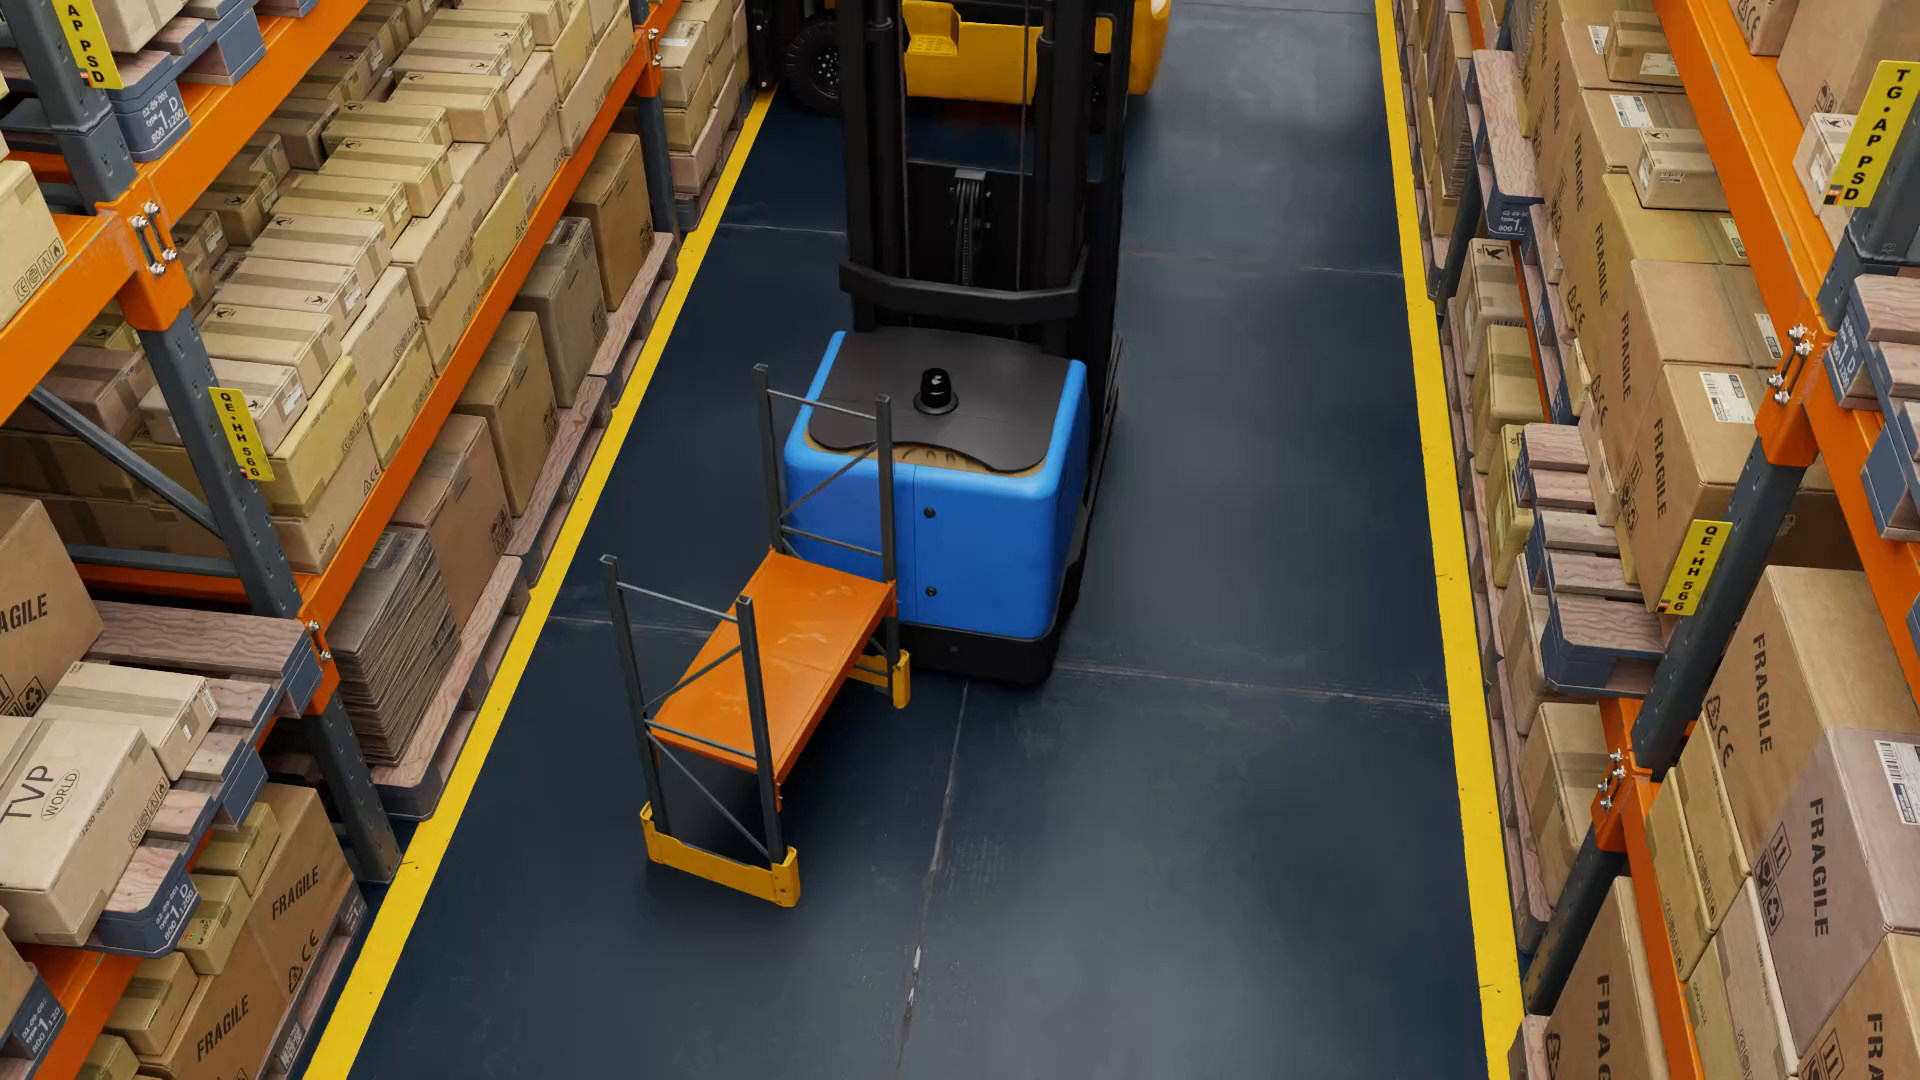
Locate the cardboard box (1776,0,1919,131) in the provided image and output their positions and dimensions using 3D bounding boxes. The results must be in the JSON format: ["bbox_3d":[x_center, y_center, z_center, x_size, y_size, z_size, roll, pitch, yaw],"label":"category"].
[{"bbox_3d":[2.533,-1.263,4.147,0.700,0.500,0.500,5,44,6],"label":"cardboard box"}]

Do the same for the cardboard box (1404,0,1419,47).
[{"bbox_3d":[3.000,-3.226,10.170,0.500,0.250,0.500,7,44,7],"label":"cardboard box"}]

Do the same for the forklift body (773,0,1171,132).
[{"bbox_3d":[0.092,-3.626,9.516,2.313,2.155,1.214,5,44,6],"label":"forklift body"}]

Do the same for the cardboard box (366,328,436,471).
[{"bbox_3d":[-2.151,-0.509,5.715,0.500,0.250,0.500,4,44,5],"label":"cardboard box"}]

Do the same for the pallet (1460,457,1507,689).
[{"bbox_3d":[2.666,0.159,6.928,1.003,0.211,1.213,5,44,6],"label":"pallet"}]

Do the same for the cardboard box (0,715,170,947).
[{"bbox_3d":[-2.342,0.710,4.122,0.500,0.250,0.500,3,44,4],"label":"cardboard box"}]

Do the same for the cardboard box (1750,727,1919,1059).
[{"bbox_3d":[2.034,0.761,3.464,0.500,0.500,0.500,5,44,6],"label":"cardboard box"}]

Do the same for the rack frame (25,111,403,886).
[{"bbox_3d":[-2.523,0.059,5.006,1.000,3.000,0.127,5,44,6],"label":"rack frame"}]

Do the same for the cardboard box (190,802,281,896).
[{"bbox_3d":[-2.337,0.939,5.118,0.380,0.149,0.250,3,44,3],"label":"cardboard box"}]

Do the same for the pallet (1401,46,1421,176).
[{"bbox_3d":[3.139,-2.500,9.737,1.003,0.211,1.213,5,44,6],"label":"pallet"}]

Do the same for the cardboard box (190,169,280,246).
[{"bbox_3d":[-2.587,-1.157,5.745,0.380,0.149,0.250,5,44,5],"label":"cardboard box"}]

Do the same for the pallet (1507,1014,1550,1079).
[{"bbox_3d":[2.219,2.051,4.930,1.003,0.211,1.213,5,44,6],"label":"pallet"}]

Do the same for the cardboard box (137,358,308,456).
[{"bbox_3d":[-2.189,-0.403,4.949,0.380,0.149,0.250,6,44,7],"label":"cardboard box"}]

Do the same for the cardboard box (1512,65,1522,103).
[{"bbox_3d":[2.540,-1.931,6.985,0.380,0.149,0.250,6,44,6],"label":"cardboard box"}]

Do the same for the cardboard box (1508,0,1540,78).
[{"bbox_3d":[2.580,-2.221,6.820,0.500,0.500,0.500,6,44,7],"label":"cardboard box"}]

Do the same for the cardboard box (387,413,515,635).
[{"bbox_3d":[-2.348,-0.101,6.596,0.875,0.625,0.625,7,44,7],"label":"cardboard box"}]

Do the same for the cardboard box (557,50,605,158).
[{"bbox_3d":[-1.862,-1.902,7.186,0.500,0.250,0.500,5,44,5],"label":"cardboard box"}]

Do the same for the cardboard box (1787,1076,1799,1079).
[{"bbox_3d":[1.938,1.394,3.341,0.500,0.250,0.500,5,44,5],"label":"cardboard box"}]

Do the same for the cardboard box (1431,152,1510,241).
[{"bbox_3d":[2.738,-1.799,8.663,0.500,0.250,0.500,7,44,7],"label":"cardboard box"}]

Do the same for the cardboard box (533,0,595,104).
[{"bbox_3d":[-1.867,-2.085,7.015,0.500,0.250,0.500,4,44,4],"label":"cardboard box"}]

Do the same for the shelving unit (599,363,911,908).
[{"bbox_3d":[-0.662,0.341,5.799,0.587,1.500,1.083,15,46,16],"label":"shelving unit"}]

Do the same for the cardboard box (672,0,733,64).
[{"bbox_3d":[-1.542,-2.833,9.027,0.500,0.250,0.500,5,44,6],"label":"cardboard box"}]

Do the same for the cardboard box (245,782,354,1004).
[{"bbox_3d":[-2.366,1.122,5.396,0.500,0.500,0.500,6,44,7],"label":"cardboard box"}]

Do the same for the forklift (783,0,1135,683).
[{"bbox_3d":[0.134,-1.528,6.732,1.130,2.935,3.031,8,44,8],"label":"forklift"}]

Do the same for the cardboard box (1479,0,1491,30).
[{"bbox_3d":[2.693,-2.544,7.938,0.380,0.149,0.250,6,44,6],"label":"cardboard box"}]

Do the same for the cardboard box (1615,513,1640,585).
[{"bbox_3d":[2.171,0.013,4.932,0.380,0.149,0.250,6,44,6],"label":"cardboard box"}]

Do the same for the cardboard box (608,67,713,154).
[{"bbox_3d":[-1.624,-2.304,8.832,0.500,0.250,0.500,5,44,5],"label":"cardboard box"}]

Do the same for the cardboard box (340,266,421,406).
[{"bbox_3d":[-2.155,-0.689,5.542,0.500,0.250,0.500,7,44,7],"label":"cardboard box"}]

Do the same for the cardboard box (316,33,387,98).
[{"bbox_3d":[-2.474,-1.854,6.482,0.380,0.149,0.250,5,44,5],"label":"cardboard box"}]

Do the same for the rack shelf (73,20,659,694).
[{"bbox_3d":[-2.259,-1.042,6.692,1.077,0.370,4.000,5,44,6],"label":"rack shelf"}]

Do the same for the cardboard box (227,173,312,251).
[{"bbox_3d":[-2.604,-1.089,5.964,0.500,0.250,0.500,5,44,5],"label":"cardboard box"}]

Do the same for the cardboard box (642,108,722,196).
[{"bbox_3d":[-1.602,-2.120,9.002,0.500,0.250,0.500,6,44,6],"label":"cardboard box"}]

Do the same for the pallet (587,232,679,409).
[{"bbox_3d":[-2.053,-1.149,8.309,1.003,0.211,1.213,5,44,6],"label":"pallet"}]

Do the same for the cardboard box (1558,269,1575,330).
[{"bbox_3d":[2.334,-0.861,5.855,0.380,0.149,0.250,4,44,4],"label":"cardboard box"}]

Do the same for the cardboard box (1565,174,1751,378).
[{"bbox_3d":[2.305,-0.821,5.341,0.500,0.500,0.500,3,43,3],"label":"cardboard box"}]

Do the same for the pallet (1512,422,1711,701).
[{"bbox_3d":[2.386,0.082,5.121,1.213,0.211,1.003,5,44,6],"label":"pallet"}]

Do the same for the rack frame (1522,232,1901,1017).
[{"bbox_3d":[2.398,0.508,4.532,1.000,3.000,0.127,5,44,6],"label":"rack frame"}]

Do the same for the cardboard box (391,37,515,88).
[{"bbox_3d":[-1.959,-1.812,6.438,0.380,0.149,0.250,6,44,6],"label":"cardboard box"}]

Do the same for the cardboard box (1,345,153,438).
[{"bbox_3d":[-2.681,-0.453,5.002,0.380,0.149,0.250,7,44,7],"label":"cardboard box"}]

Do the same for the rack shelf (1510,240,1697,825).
[{"bbox_3d":[2.662,-0.594,6.219,1.077,0.370,4.000,5,44,6],"label":"rack shelf"}]

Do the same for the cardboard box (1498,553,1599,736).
[{"bbox_3d":[2.572,0.422,6.229,0.950,0.372,0.625,4,44,5],"label":"cardboard box"}]

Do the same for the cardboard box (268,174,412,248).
[{"bbox_3d":[-2.121,-1.116,5.702,0.380,0.149,0.250,6,44,6],"label":"cardboard box"}]

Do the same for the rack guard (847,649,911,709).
[{"bbox_3d":[-0.477,0.477,6.564,0.587,0.250,0.087,15,46,16],"label":"rack guard"}]

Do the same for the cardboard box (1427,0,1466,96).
[{"bbox_3d":[2.870,-2.767,9.139,0.500,0.500,0.500,7,44,8],"label":"cardboard box"}]

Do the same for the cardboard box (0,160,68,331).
[{"bbox_3d":[-2.350,-0.604,3.633,0.500,0.250,0.500,4,44,4],"label":"cardboard box"}]

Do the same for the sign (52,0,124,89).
[{"bbox_3d":[-1.985,-1.167,3.743,0.100,0.325,0.005,5,44,6],"label":"sign"}]
